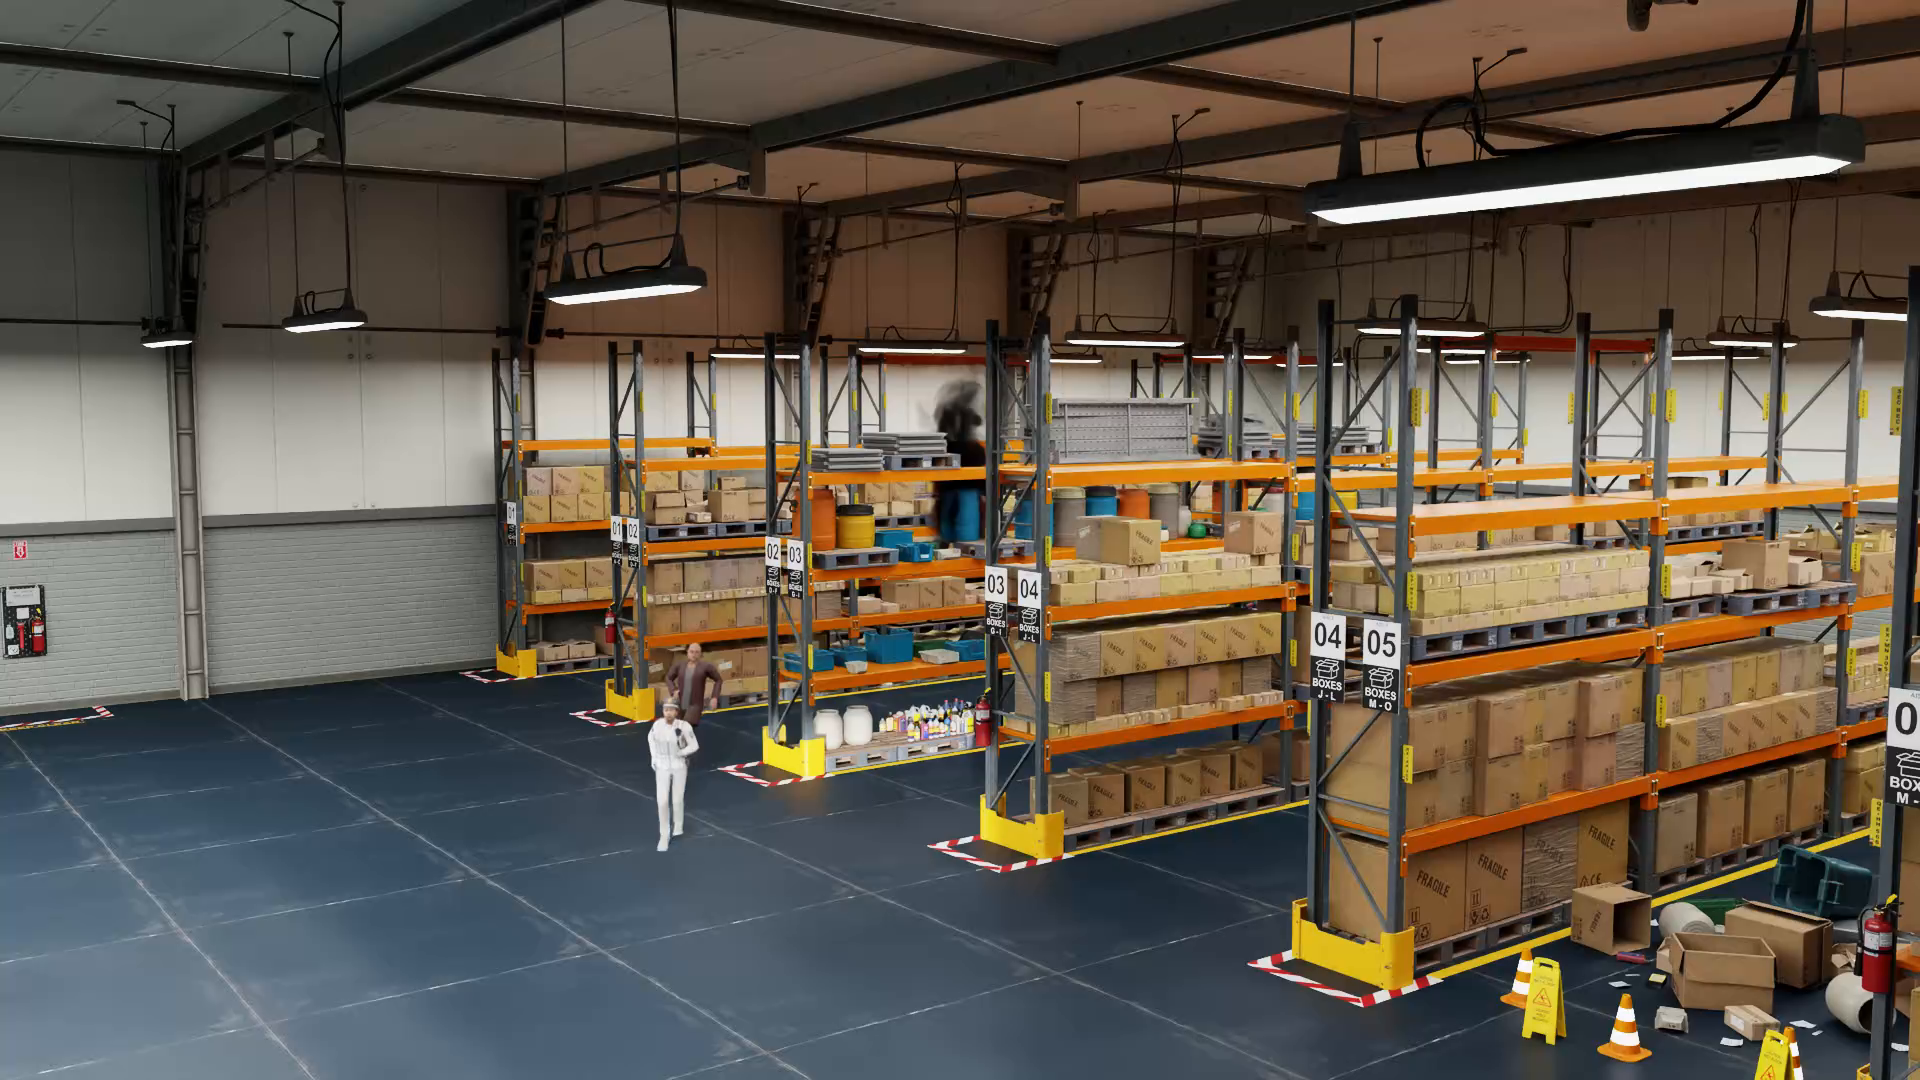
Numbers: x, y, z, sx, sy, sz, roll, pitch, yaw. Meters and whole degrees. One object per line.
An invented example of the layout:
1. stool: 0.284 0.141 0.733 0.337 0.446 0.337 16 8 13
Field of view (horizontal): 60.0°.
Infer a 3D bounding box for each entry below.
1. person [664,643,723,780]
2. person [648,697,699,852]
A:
1. person: -3.656 2.289 22.606 0.770 1.793 0.930 1 5 11
2. person: -3.298 2.652 19.119 0.600 1.738 0.767 0 5 -4
